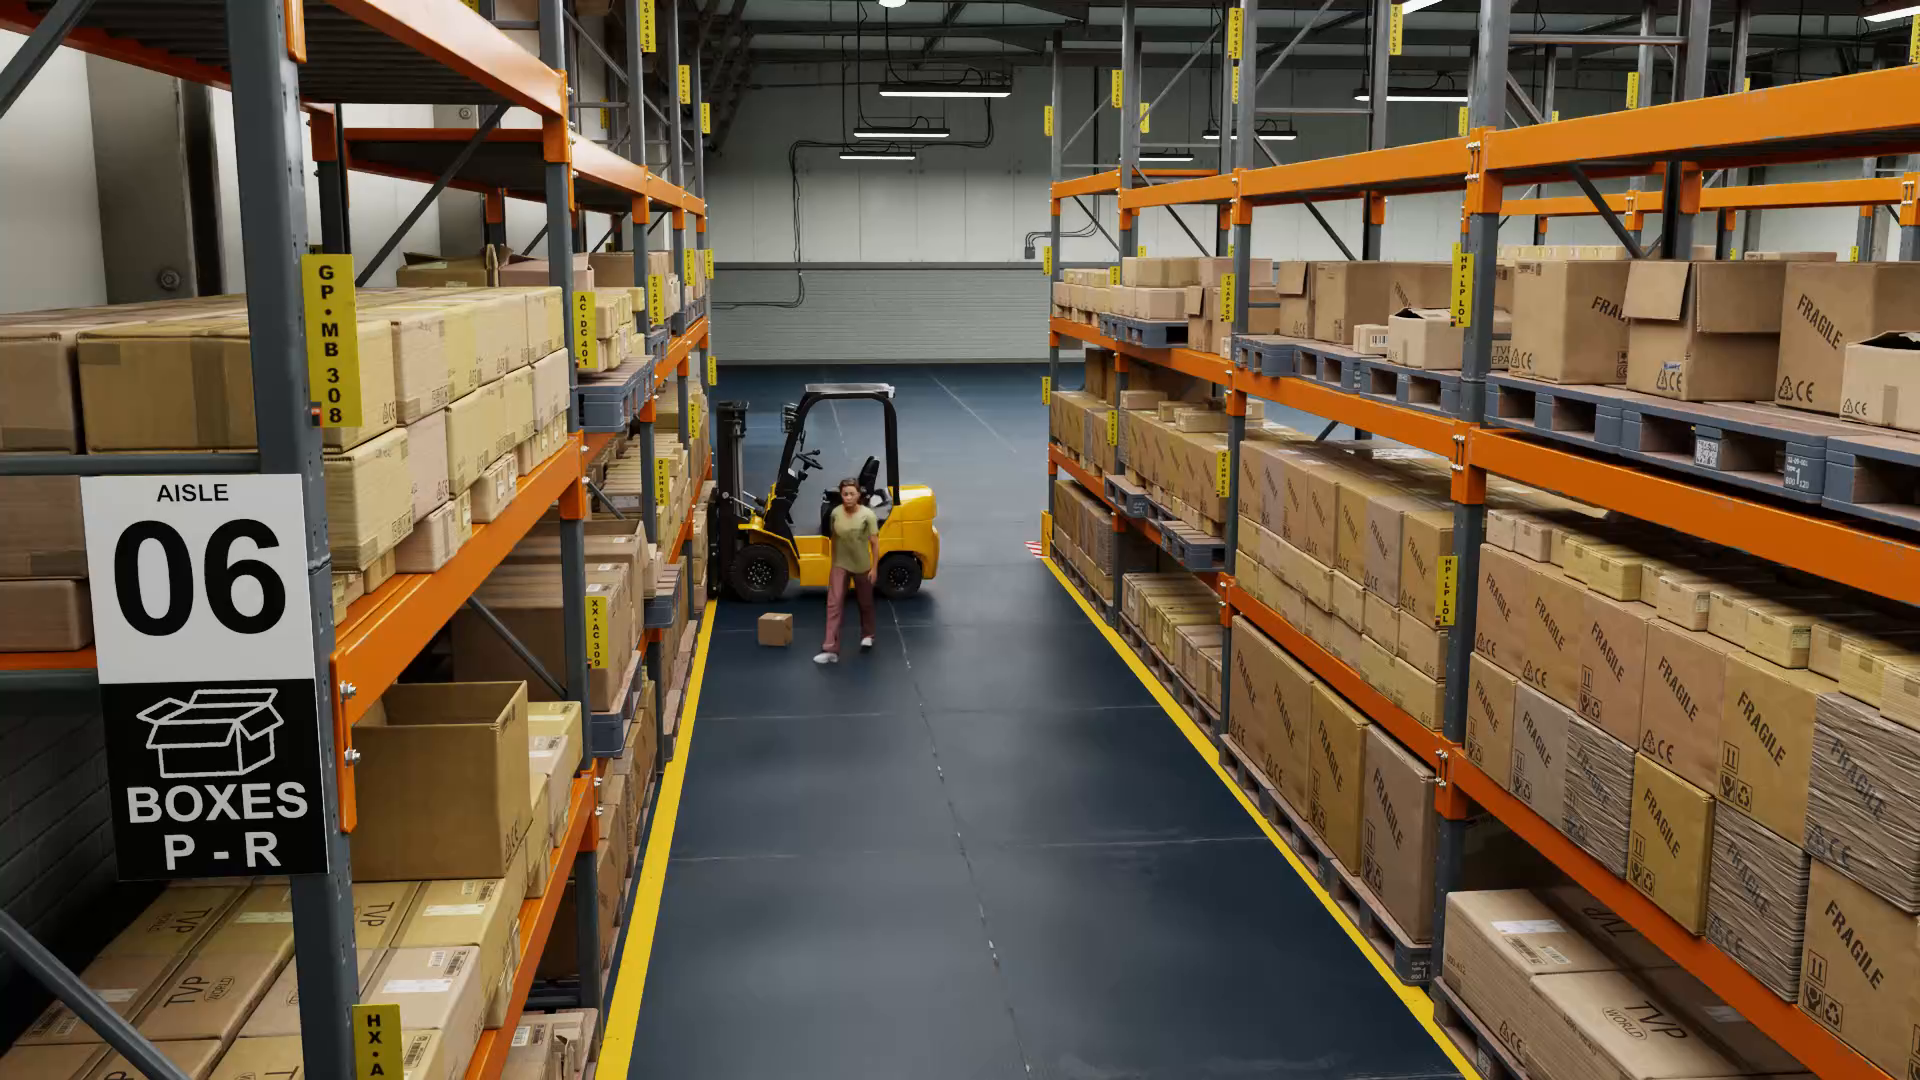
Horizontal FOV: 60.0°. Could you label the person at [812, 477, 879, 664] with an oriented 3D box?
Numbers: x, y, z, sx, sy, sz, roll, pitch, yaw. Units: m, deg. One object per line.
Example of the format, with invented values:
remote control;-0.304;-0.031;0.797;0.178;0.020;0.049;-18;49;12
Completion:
person;-0.950;0.235;14.632;0.480;1.599;1.042;2;10;10
